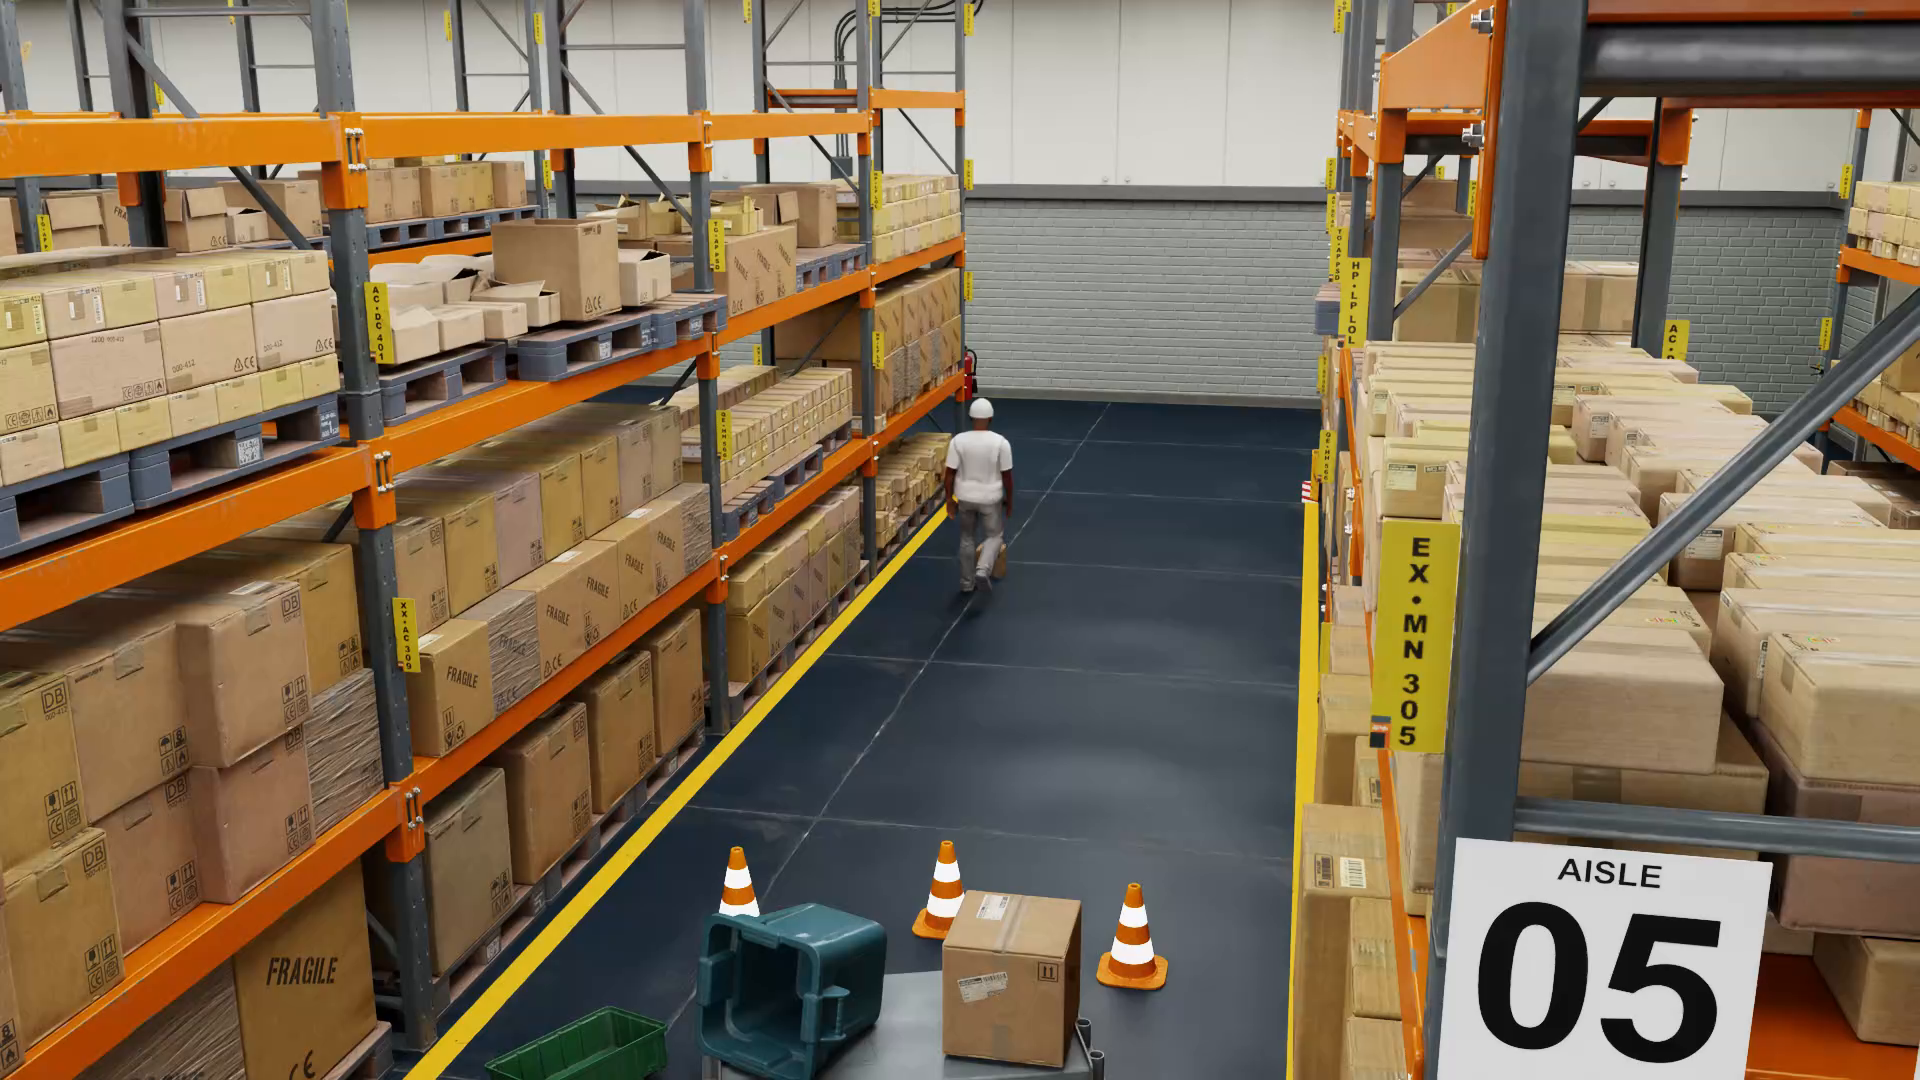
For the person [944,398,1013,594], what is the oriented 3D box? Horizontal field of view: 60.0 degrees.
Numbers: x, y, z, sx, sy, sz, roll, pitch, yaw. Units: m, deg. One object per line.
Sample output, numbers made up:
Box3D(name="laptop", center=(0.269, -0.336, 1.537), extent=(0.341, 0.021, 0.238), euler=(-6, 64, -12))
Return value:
Box3D(name="person", center=(0.168, -0.362, 14.340), extent=(0.588, 1.747, 0.735), euler=(3, 15, 12))
